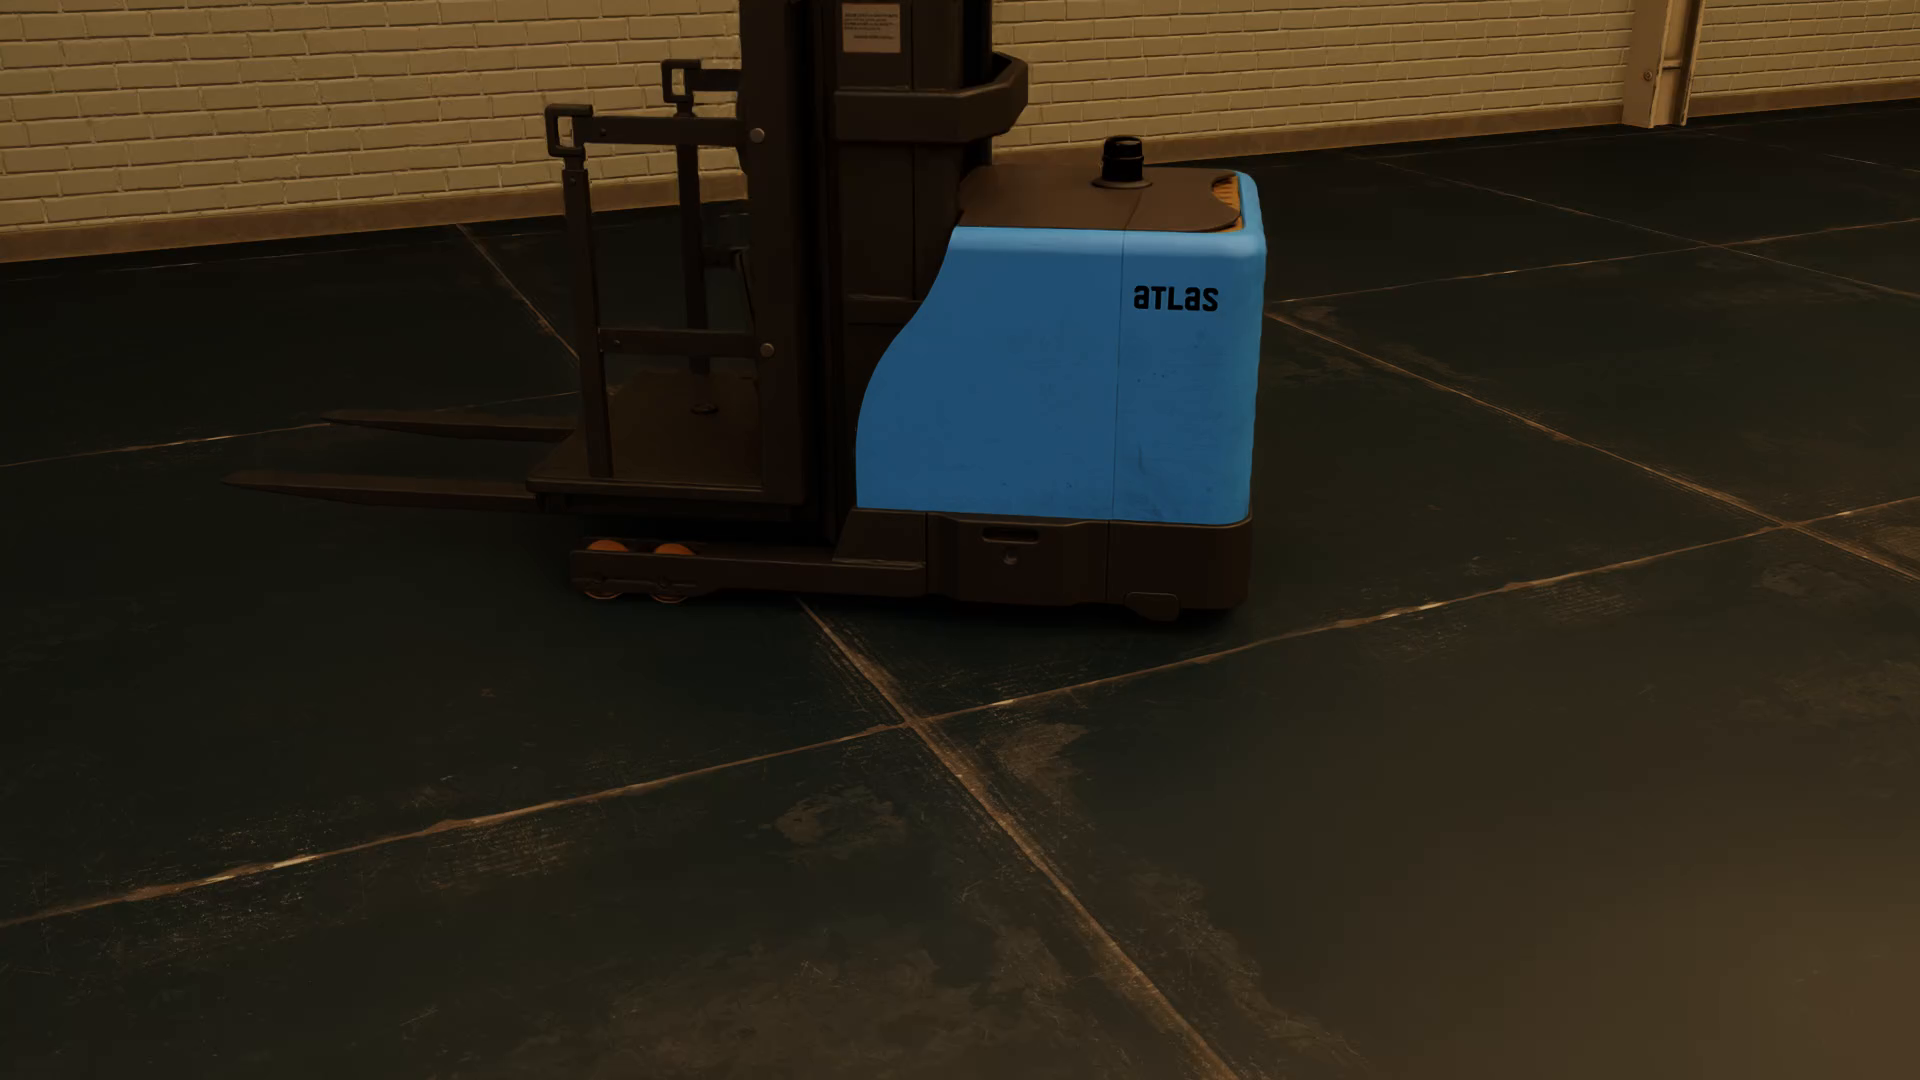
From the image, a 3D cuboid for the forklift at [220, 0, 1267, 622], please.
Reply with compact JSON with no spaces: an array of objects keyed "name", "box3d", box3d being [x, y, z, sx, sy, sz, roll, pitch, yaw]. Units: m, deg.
[{"name":"forklift","box3d":[-0.661,-1.371,4.587,3.031,2.935,1.130,3,23,7]}]
